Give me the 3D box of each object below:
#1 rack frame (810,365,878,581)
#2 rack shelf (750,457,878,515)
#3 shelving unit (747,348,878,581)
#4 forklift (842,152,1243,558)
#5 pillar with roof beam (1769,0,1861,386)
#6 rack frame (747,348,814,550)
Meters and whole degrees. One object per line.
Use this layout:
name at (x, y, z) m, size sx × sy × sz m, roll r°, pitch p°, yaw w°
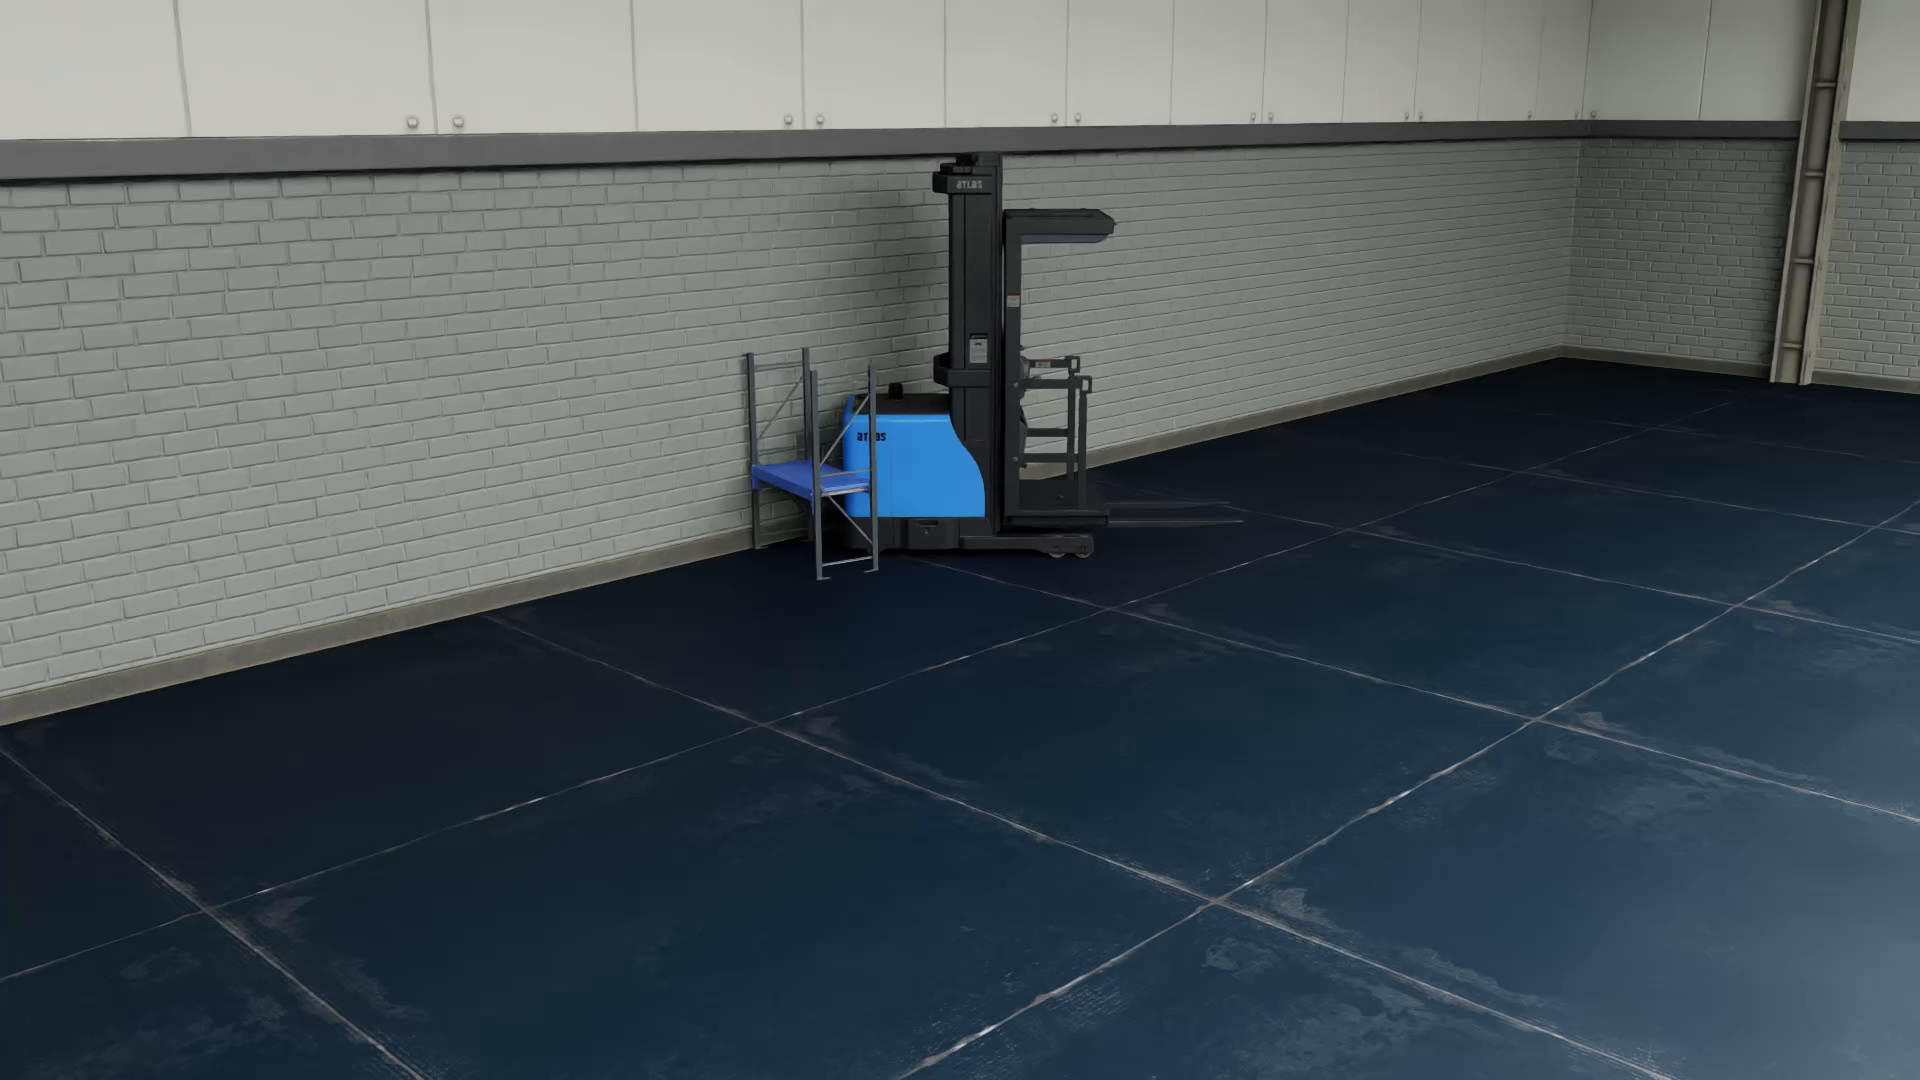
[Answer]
rack frame at (-0.814, -0.474, 11.772) m, size 0.500 × 1.500 × 0.032 m, roll -9°, pitch 17°, yaw -31°
rack shelf at (-1.084, -0.408, 12.234) m, size 0.538 × 0.185 × 1.000 m, roll -9°, pitch 17°, yaw -31°
shelving unit at (-1.085, -0.582, 12.189) m, size 0.538 × 1.500 × 1.048 m, roll -9°, pitch 17°, yaw -31°
forklift at (0.628, -1.421, 12.573) m, size 3.031 × 2.935 × 1.130 m, roll 0°, pitch 15°, yaw -1°
pillar with roof beam at (7.166, -5.502, 16.201) m, size 0.400 × 9.000 × 9.100 m, roll 14°, pitch 20°, yaw 42°
rack frame at (-1.355, -0.691, 12.605) m, size 0.500 × 1.500 × 0.032 m, roll -9°, pitch 17°, yaw -31°
